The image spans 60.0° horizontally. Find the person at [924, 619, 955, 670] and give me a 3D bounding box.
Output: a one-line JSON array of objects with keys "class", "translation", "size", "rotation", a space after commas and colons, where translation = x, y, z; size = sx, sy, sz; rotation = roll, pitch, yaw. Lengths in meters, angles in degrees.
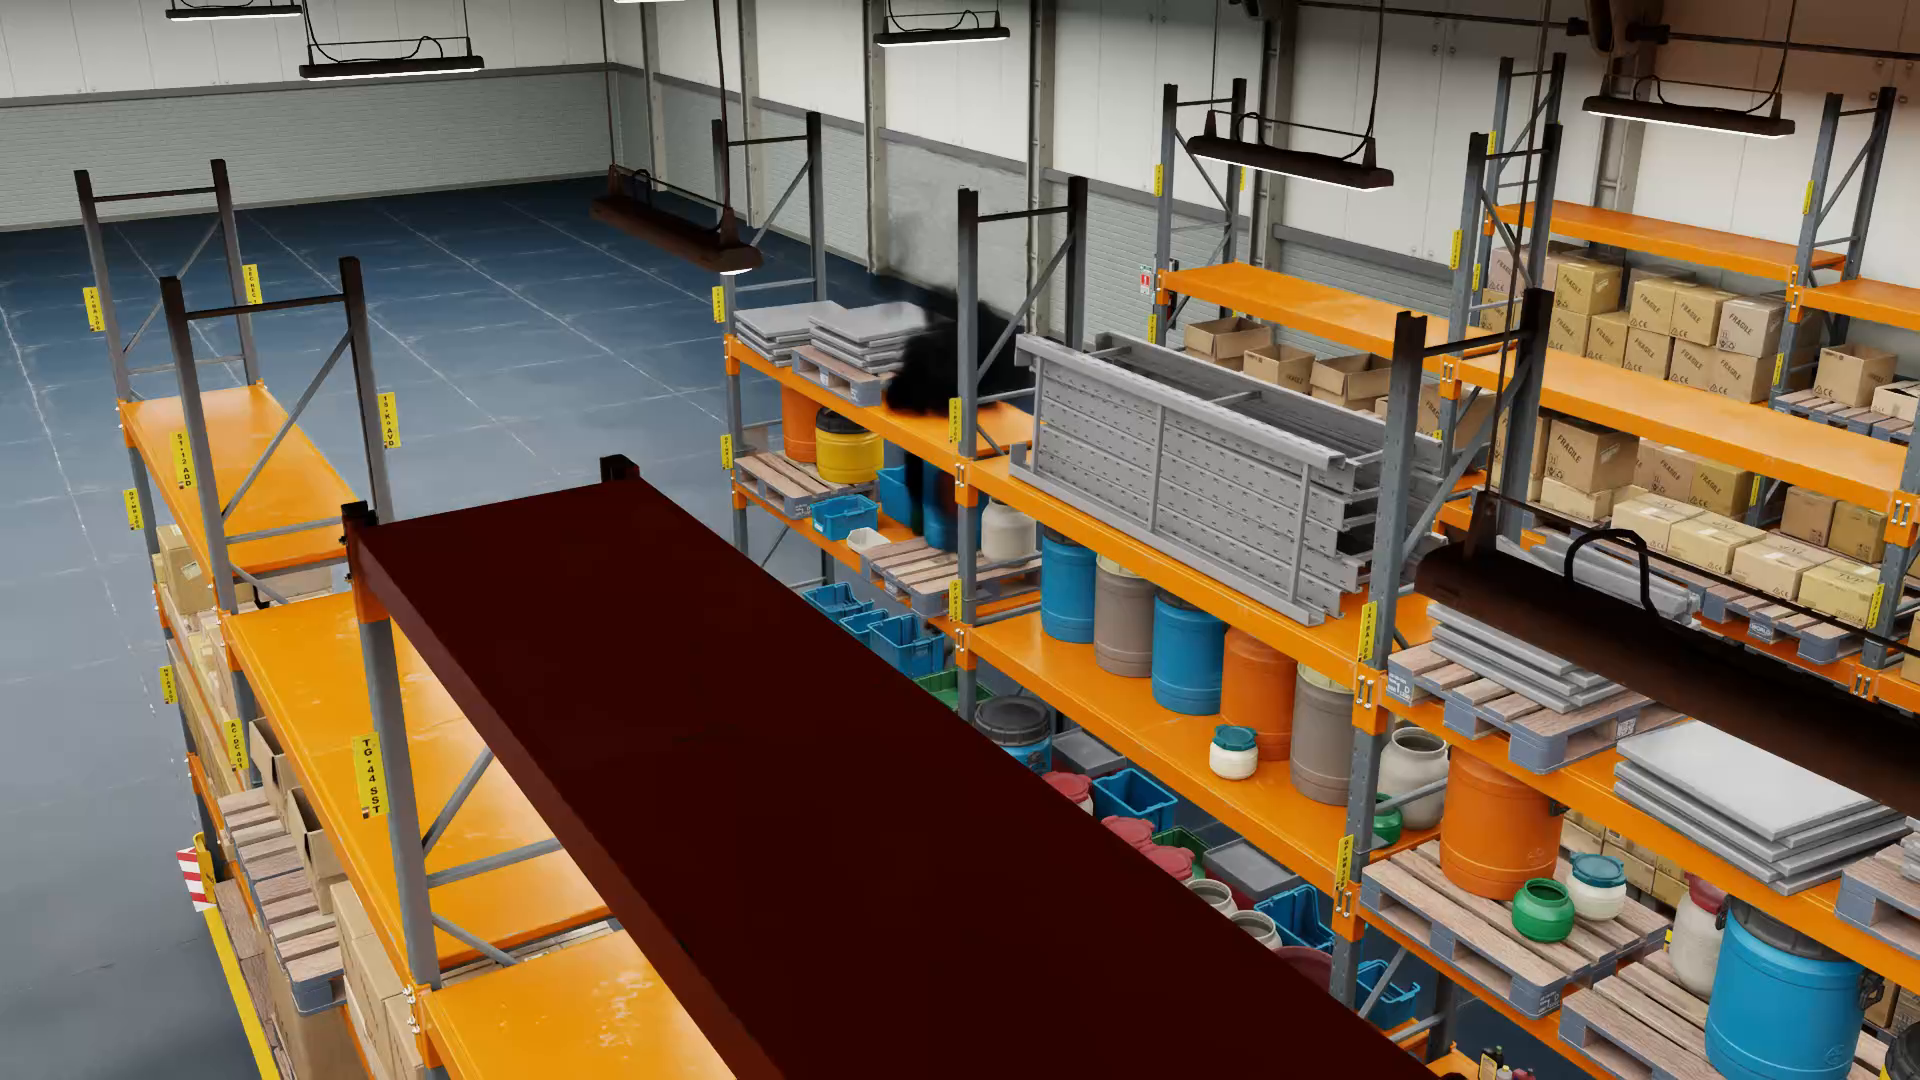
[{"class": "person", "translation": [-0.163, 0.988, 16.735], "size": [0.547, 1.613, 0.578], "rotation": [-19, 29, -39]}]
